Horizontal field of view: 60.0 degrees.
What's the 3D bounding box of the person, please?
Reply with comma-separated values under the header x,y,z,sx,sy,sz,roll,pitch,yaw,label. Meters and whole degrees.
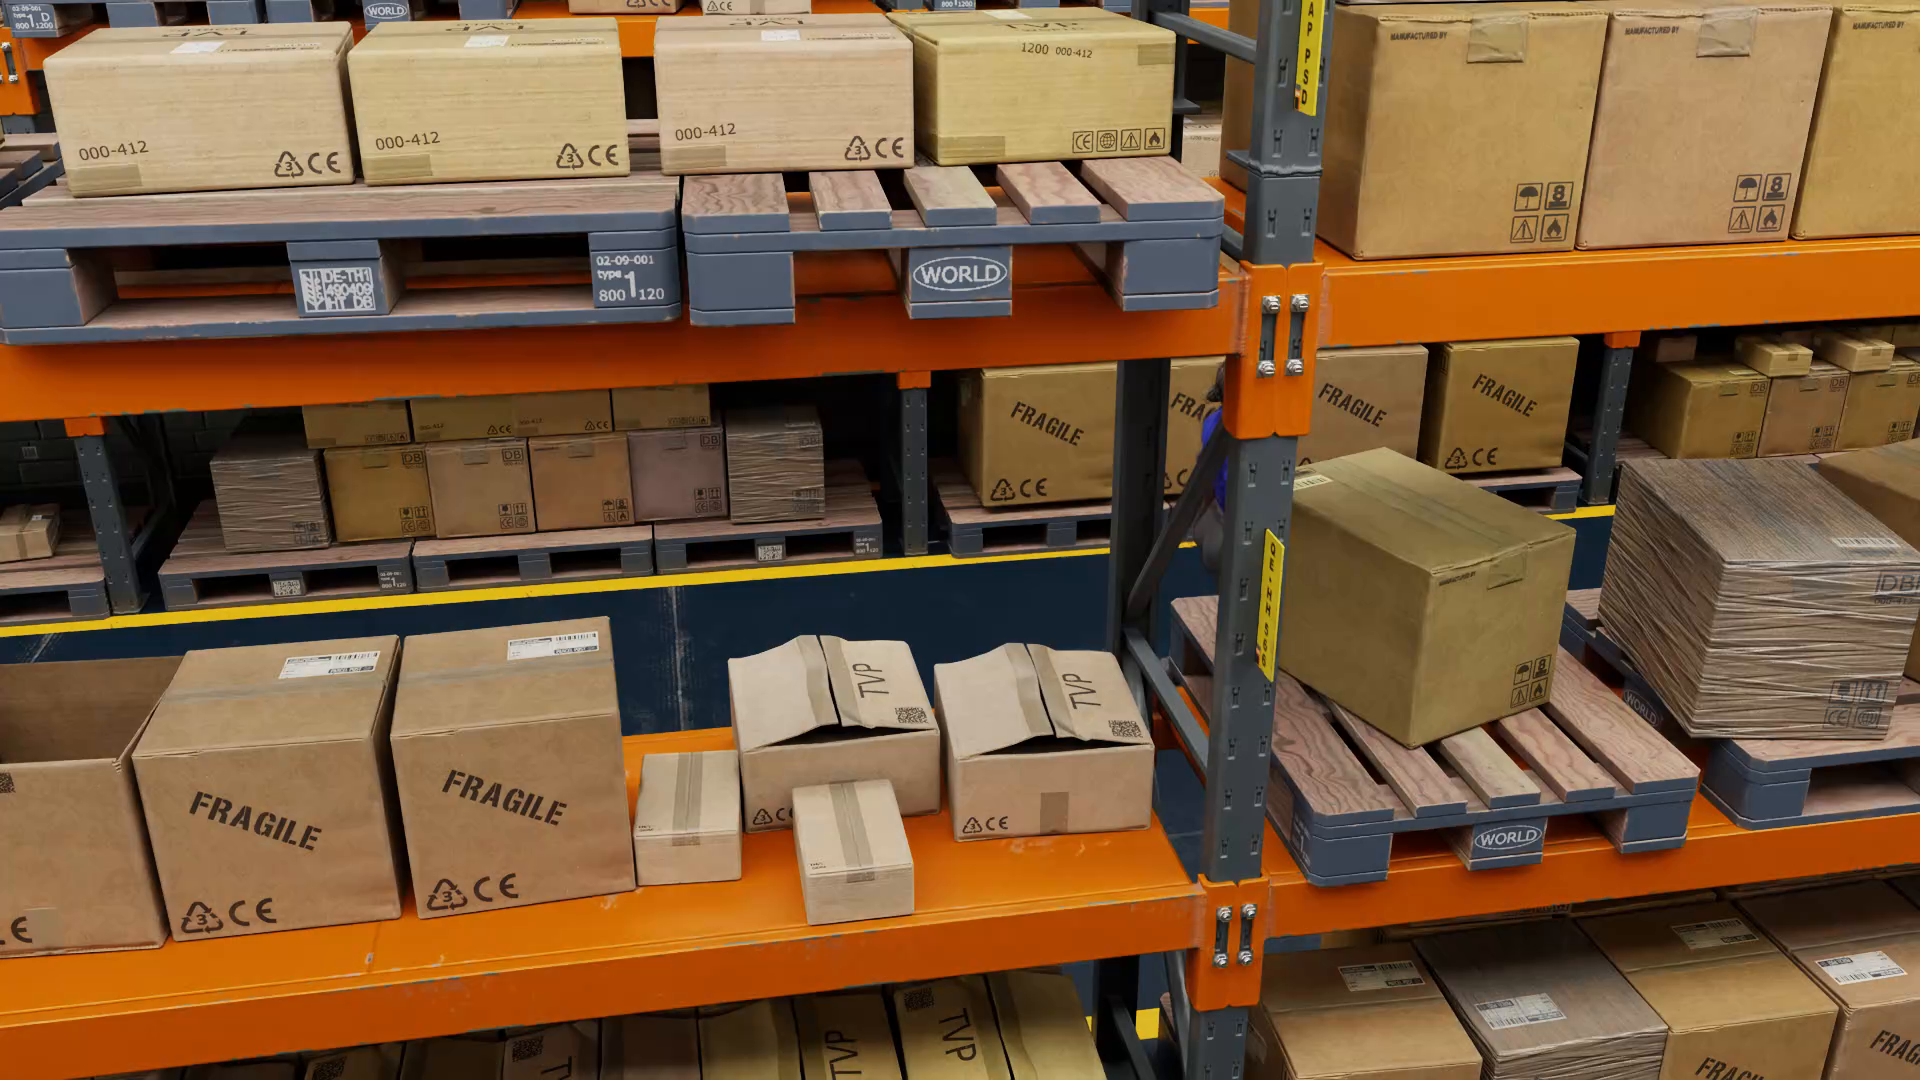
x,y,z,sx,sy,sz,roll,pitch,yaw,label
1.100,0.023,7.009,0.640,1.633,0.441,-2,24,-5,person
